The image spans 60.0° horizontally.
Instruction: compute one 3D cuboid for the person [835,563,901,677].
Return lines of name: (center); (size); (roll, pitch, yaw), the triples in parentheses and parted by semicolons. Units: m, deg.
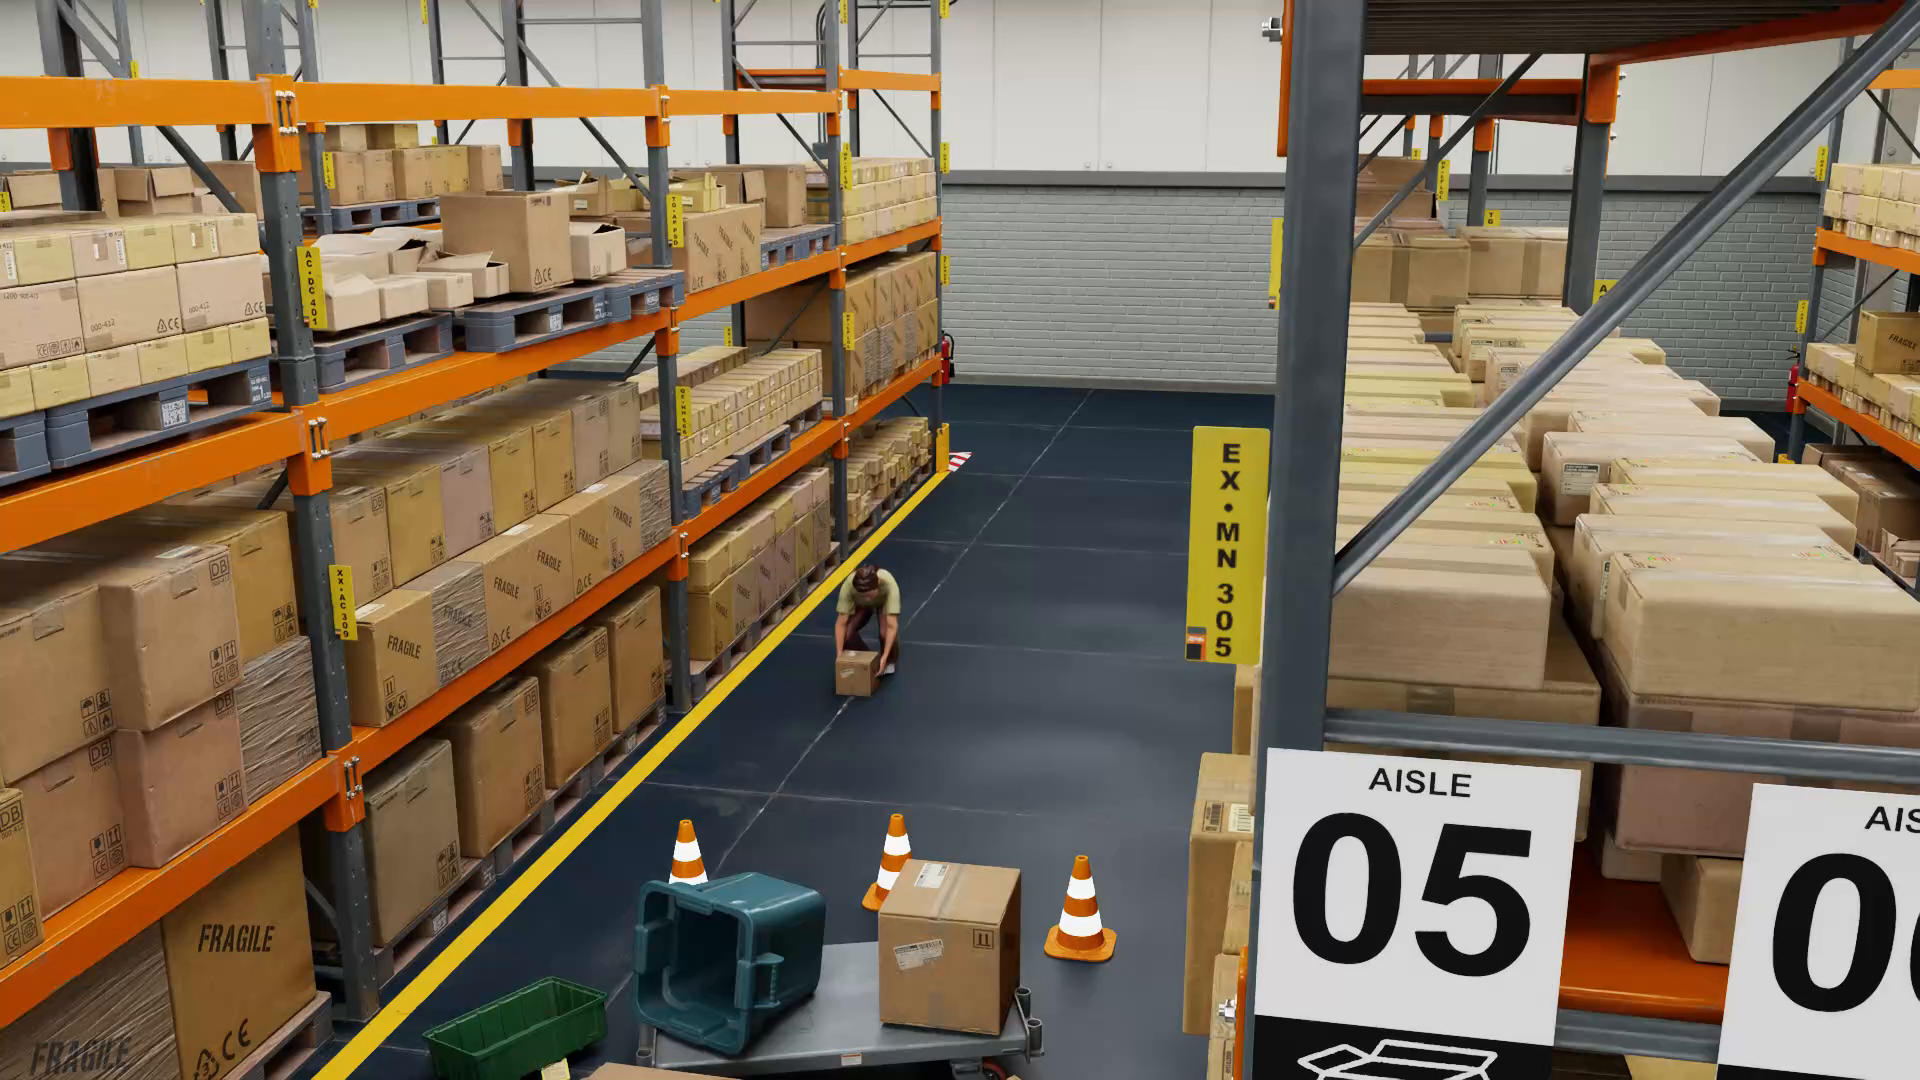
person: (-0.635, 0.547, 11.986); (0.489, 0.890, 0.799); (3, 15, 11)
